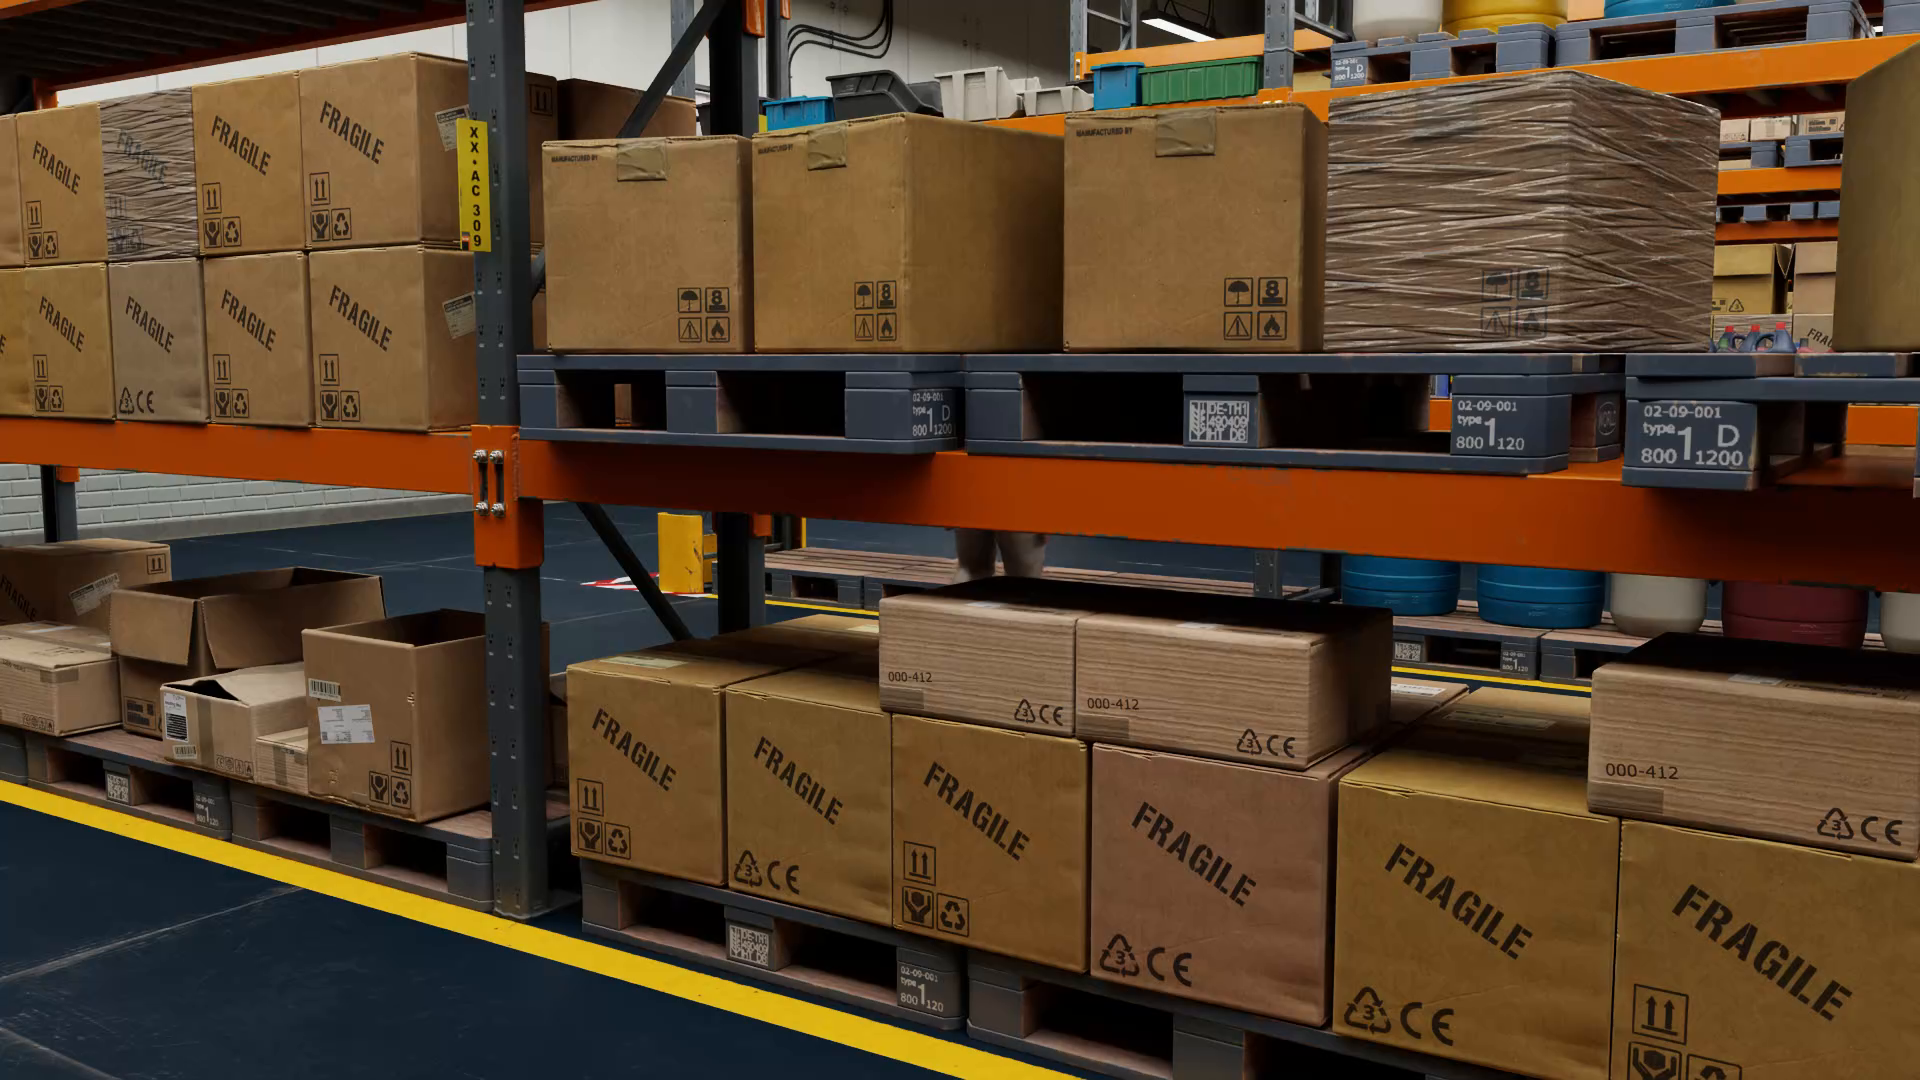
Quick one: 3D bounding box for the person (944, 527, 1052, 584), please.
[{"bbox_3d":[0.213,-0.177,7.311,0.571,1.725,0.549,3,7,28],"label":"person"}]
